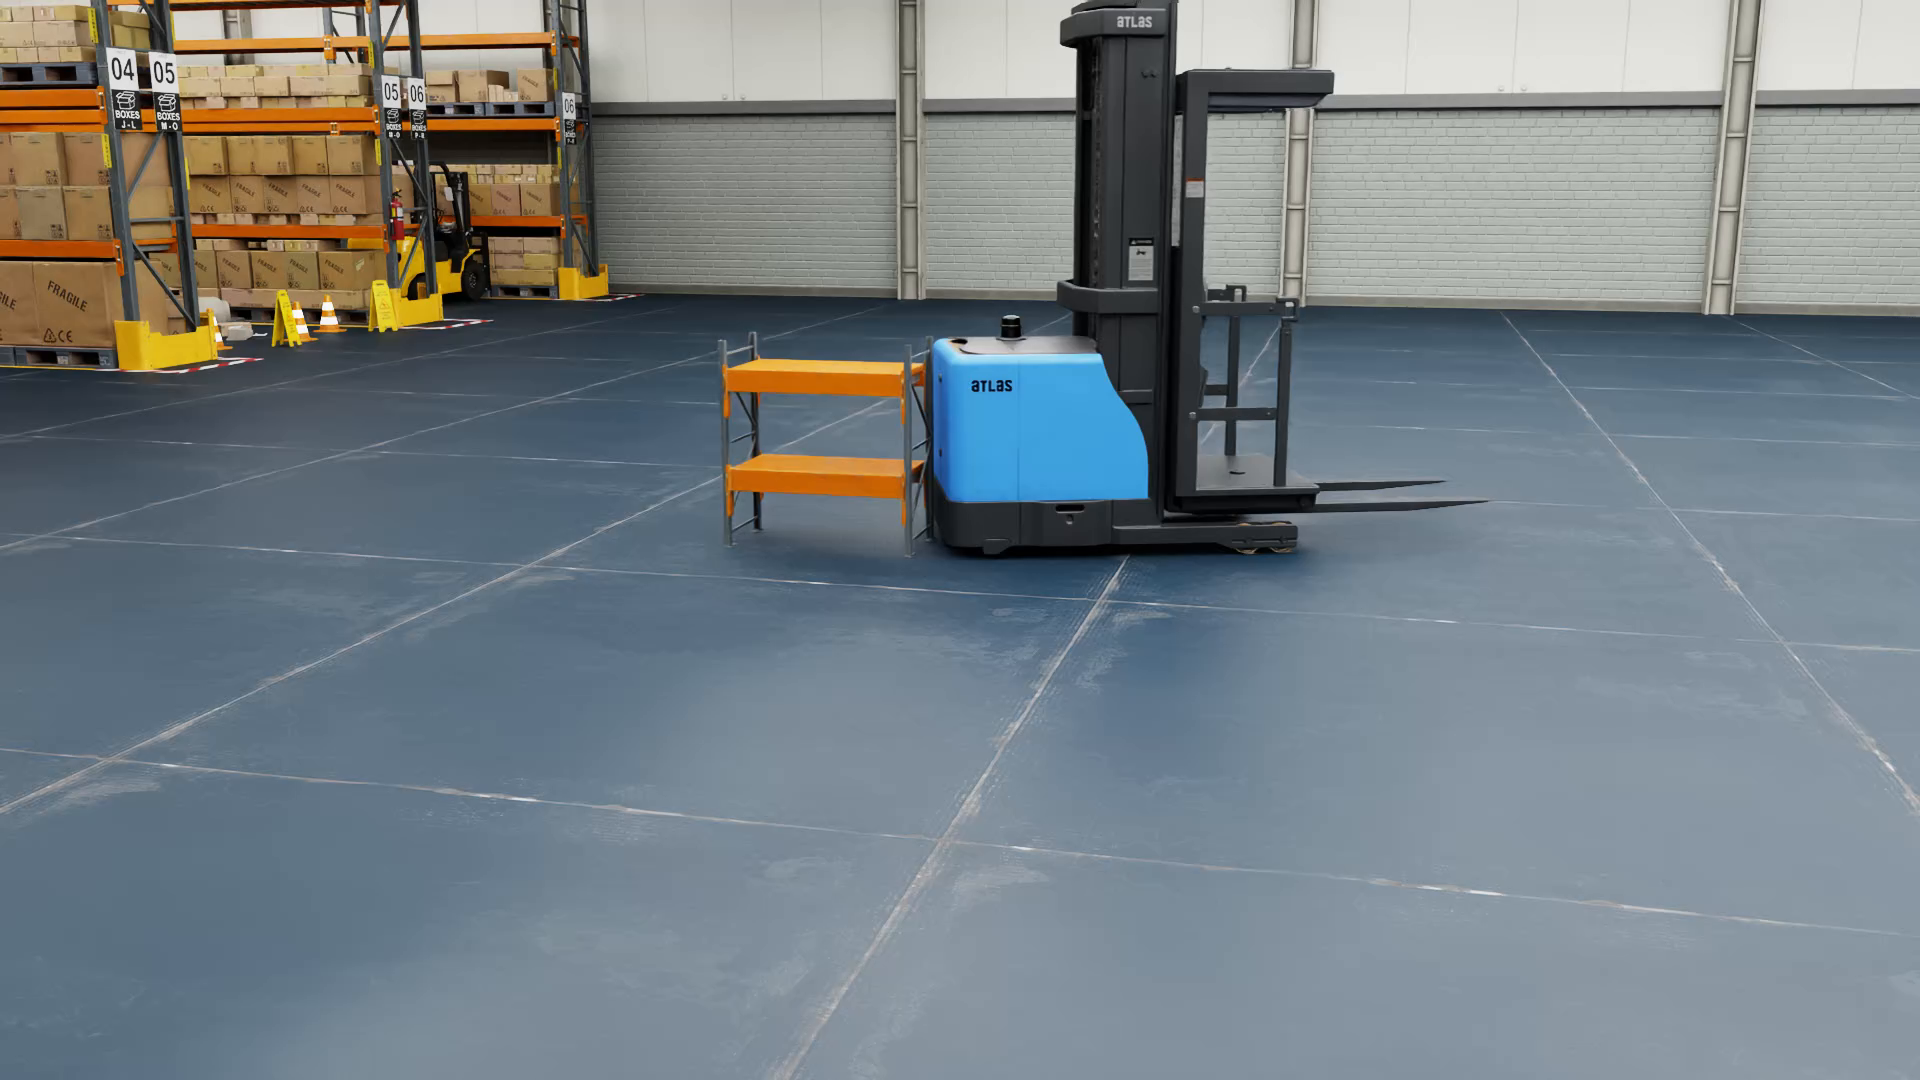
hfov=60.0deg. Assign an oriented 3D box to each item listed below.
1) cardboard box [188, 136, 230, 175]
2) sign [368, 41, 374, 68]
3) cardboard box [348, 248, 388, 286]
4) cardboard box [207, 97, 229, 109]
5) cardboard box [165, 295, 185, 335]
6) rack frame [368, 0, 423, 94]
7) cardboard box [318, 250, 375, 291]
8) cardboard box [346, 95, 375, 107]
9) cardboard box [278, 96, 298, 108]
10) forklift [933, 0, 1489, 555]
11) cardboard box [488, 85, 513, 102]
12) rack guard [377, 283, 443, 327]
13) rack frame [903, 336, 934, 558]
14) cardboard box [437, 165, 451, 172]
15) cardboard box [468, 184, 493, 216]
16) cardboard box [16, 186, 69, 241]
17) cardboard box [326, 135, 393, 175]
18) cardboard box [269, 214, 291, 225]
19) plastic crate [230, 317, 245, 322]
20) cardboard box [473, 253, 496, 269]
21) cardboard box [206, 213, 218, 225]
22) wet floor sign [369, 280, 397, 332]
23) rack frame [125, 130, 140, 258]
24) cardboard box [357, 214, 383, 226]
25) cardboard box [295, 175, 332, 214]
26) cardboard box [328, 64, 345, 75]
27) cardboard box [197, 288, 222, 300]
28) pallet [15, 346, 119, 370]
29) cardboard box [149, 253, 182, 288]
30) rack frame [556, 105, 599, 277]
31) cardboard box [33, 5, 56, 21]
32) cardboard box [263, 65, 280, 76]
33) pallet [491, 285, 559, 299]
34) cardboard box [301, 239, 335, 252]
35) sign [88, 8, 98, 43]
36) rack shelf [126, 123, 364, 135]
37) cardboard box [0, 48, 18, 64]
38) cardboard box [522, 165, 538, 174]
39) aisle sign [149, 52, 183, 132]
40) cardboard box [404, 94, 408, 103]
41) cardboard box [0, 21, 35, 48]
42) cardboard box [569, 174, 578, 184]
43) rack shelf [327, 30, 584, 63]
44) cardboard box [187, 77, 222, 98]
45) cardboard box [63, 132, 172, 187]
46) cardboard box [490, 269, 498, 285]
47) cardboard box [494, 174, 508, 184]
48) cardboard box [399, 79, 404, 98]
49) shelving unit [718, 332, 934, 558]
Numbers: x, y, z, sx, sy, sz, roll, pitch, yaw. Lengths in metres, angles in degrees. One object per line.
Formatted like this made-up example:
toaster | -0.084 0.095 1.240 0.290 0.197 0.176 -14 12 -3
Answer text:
cardboard box | -9.860 -5.139 22.244 0.500 0.500 0.700 3 13 12
sign | -7.476 -6.161 21.109 0.005 0.325 0.100 3 13 14
cardboard box | -8.064 -3.710 22.678 0.500 0.500 0.500 3 13 12
cardboard box | -9.733 -5.776 21.999 0.250 0.149 0.380 3 13 12
cardboard box | -9.636 -2.720 20.333 0.637 0.503 0.797 -6 14 -25
rack frame | -7.324 -7.309 21.402 0.127 3.000 1.000 3 13 14
cardboard box | -8.164 -3.596 22.163 0.500 0.500 0.500 3 13 14
cardboard box | -7.737 -5.682 21.572 0.250 0.149 0.380 3 13 14
cardboard box | -8.720 -5.739 21.829 0.250 0.149 0.380 3 13 13
forklift | 1.387 -1.468 9.081 3.031 2.935 1.130 -1 13 -6
cardboard box | -7.262 -7.069 26.356 0.258 0.266 0.396 3 13 14
rack guard | -7.398 -3.164 22.340 0.348 0.500 1.175 3 13 14
rack frame | -0.219 -0.506 8.919 0.032 1.125 0.500 3 13 13
cardboard box | -8.267 -6.004 26.956 0.250 0.149 0.380 3 13 14
cardboard box | -7.678 -5.499 26.862 0.500 0.500 0.500 3 13 12
cardboard box | -9.322 -3.441 17.471 0.550 0.550 0.875 3 13 14
cardboard box | -7.872 -5.043 21.813 0.500 0.500 0.700 3 13 12
cardboard box | -8.997 -4.284 22.196 0.250 0.149 0.380 3 13 13
plastic crate | -9.880 -2.909 22.159 0.583 0.080 0.402 -1 13 -6
cardboard box | -7.676 -4.541 27.001 0.500 0.250 0.500 3 13 12
cardboard box | -9.957 -4.344 22.470 0.250 0.149 0.380 3 13 13
wet floor sign | -7.396 -2.996 21.248 0.232 0.644 0.267 8 15 33
rack frame | -13.905 -5.839 28.628 0.127 3.000 1.000 3 13 14
cardboard box | -7.738 -4.232 21.963 0.250 0.149 0.380 4 13 15
cardboard box | -8.402 -4.571 21.996 0.500 0.500 0.500 3 13 14
cardboard box | -7.964 -6.088 21.563 0.250 0.149 0.380 3 13 15
cardboard box | -10.178 -3.338 22.731 0.500 0.250 0.500 4 13 17
pallet | -9.207 -1.998 17.751 1.213 0.211 1.003 3 13 14
cardboard box | -10.699 -3.729 22.764 0.500 0.500 0.500 4 13 16
rack frame | -6.138 -5.424 26.757 0.127 3.000 1.000 3 13 14
cardboard box | -9.062 -5.278 16.712 0.250 0.149 0.380 3 13 14
cardboard box | -8.934 -6.155 21.864 0.250 0.149 0.380 3 13 12
pallet | -6.891 -4.094 27.198 1.213 0.211 1.003 3 13 14
cardboard box | -8.537 -3.917 22.115 0.250 0.149 0.380 3 13 15
sign | -8.555 -5.079 16.413 0.005 0.325 0.100 3 13 14
rack shelf | -11.963 -6.849 27.913 4.000 0.370 1.077 3 13 14
cardboard box | -9.555 -4.915 16.917 0.250 0.149 0.380 3 13 14
cardboard box | -6.783 -5.915 26.556 0.250 0.149 0.380 3 13 14
aisle sign | -8.271 -4.663 17.322 0.004 0.787 0.394 3 13 14
cardboard box | -8.913 -7.100 26.766 0.250 0.149 0.380 3 13 15
cardboard box | -9.439 -5.117 16.906 0.500 0.250 0.500 3 13 14
cardboard box | -6.405 -5.862 27.001 0.250 0.149 0.380 3 13 12
rack shelf | -8.080 -7.910 26.696 4.000 0.370 1.077 3 13 14
cardboard box | -9.860 -5.990 22.042 0.500 0.250 0.500 3 13 14
cardboard box | -8.763 -3.962 17.326 0.550 0.550 0.875 3 13 14
cardboard box | -7.634 -4.300 27.071 0.500 0.250 0.500 3 13 14
cardboard box | -7.272 -5.797 26.710 0.250 0.149 0.380 3 13 13
cardboard box | -7.748 -5.999 22.081 0.500 0.250 0.500 3 13 13
shelving unit | -0.713 -0.532 9.036 1.048 1.125 0.538 3 13 13
